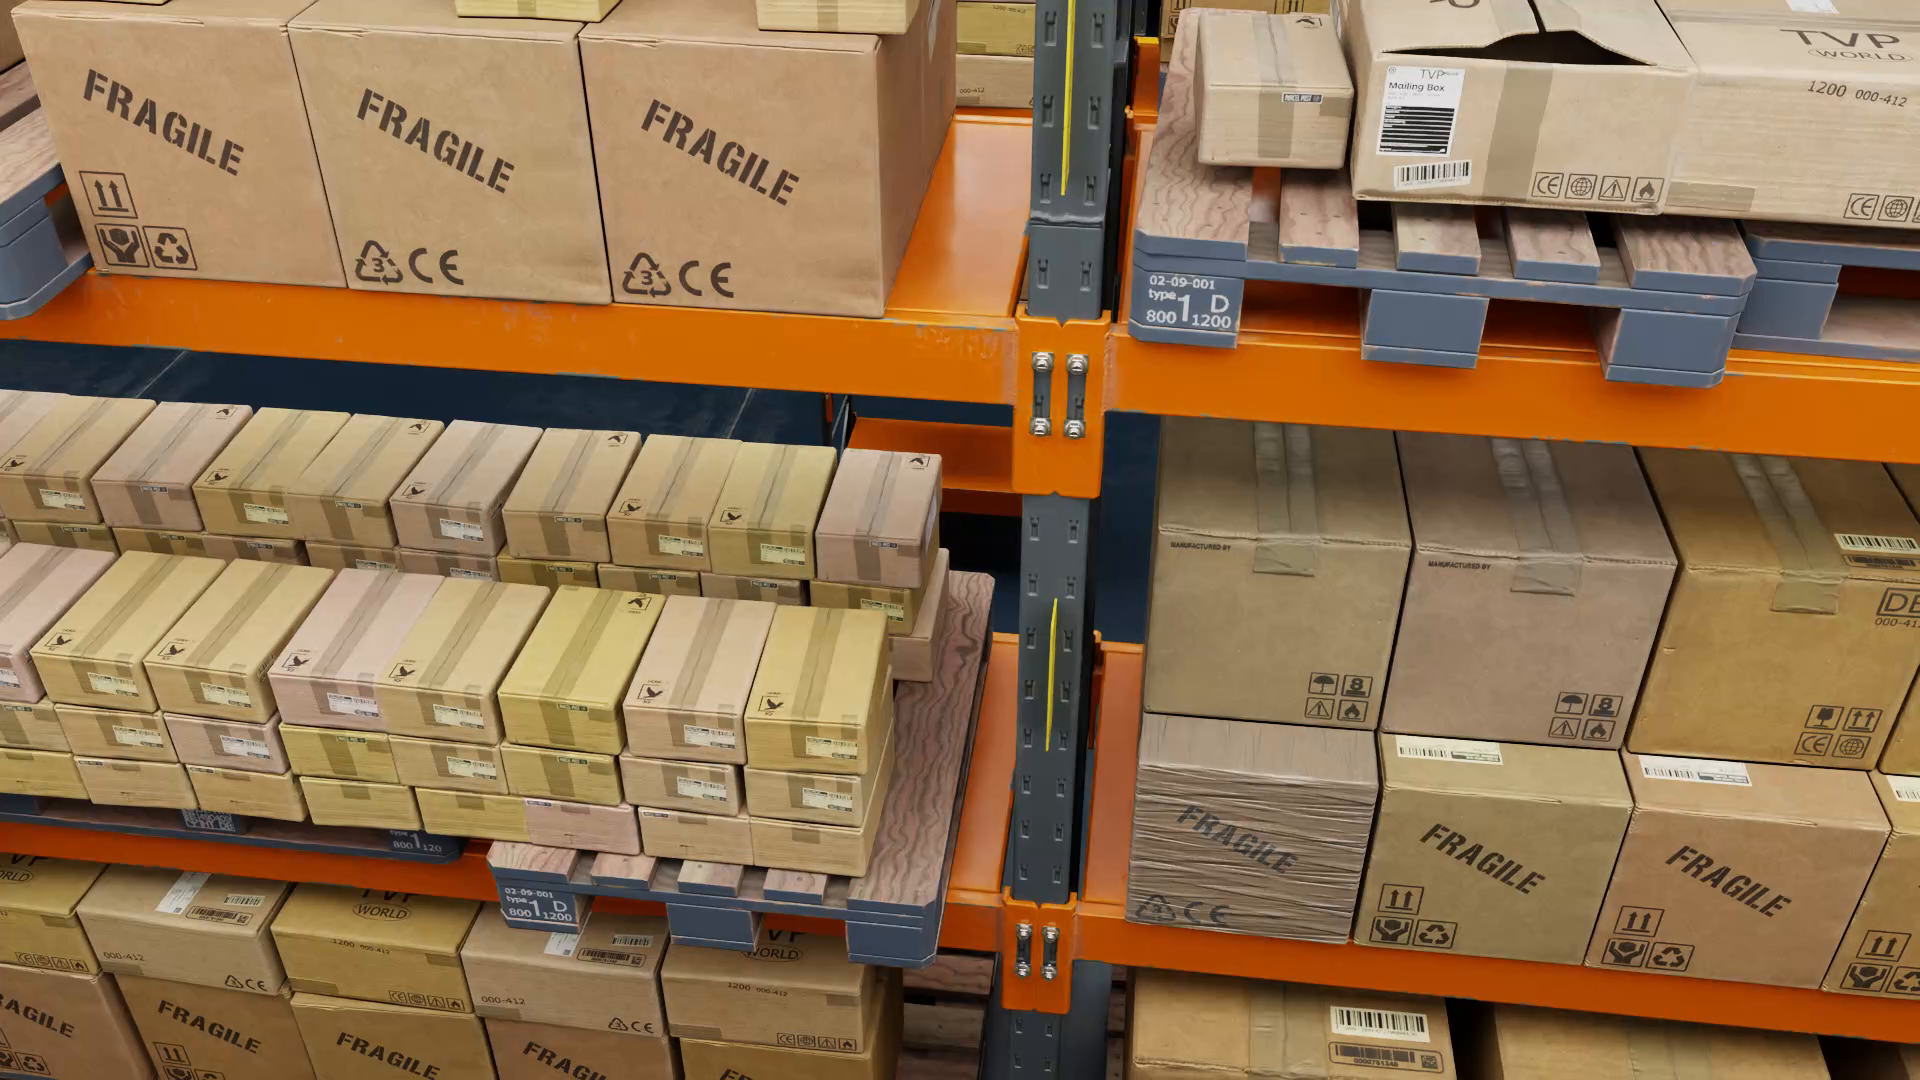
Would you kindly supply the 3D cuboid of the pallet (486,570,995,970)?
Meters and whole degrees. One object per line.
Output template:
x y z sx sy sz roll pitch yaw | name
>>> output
-0.476 0.486 4.152 1.003 0.211 1.213 4 36 6 | pallet

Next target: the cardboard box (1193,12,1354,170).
0.555 -0.814 2.995 0.250 0.149 0.380 3 36 4 | cardboard box

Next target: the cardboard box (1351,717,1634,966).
1.160 0.583 3.765 0.500 0.500 0.500 4 36 6 | cardboard box

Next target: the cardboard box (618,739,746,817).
-0.568 0.416 3.683 0.250 0.149 0.380 6 36 8 | cardboard box

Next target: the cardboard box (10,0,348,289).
-1.347 -0.827 3.159 0.500 0.500 0.500 4 36 6 | cardboard box

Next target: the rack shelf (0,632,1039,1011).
-1.739 0.544 4.525 4.000 0.370 1.077 4 36 6 | rack shelf

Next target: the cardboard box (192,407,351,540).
-1.740 -0.174 4.255 0.250 0.149 0.380 4 36 5 | cardboard box

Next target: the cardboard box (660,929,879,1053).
-0.467 1.041 4.354 0.500 0.250 0.500 3 36 5 | cardboard box

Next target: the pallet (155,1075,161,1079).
-1.737 1.384 5.129 1.213 0.211 1.003 4 36 6 | pallet

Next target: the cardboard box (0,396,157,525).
-2.273 -0.211 4.307 0.250 0.149 0.380 3 36 4 | cardboard box

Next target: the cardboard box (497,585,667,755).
-0.809 0.277 3.622 0.250 0.149 0.380 5 36 7 | cardboard box

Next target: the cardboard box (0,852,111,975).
-2.495 0.889 4.566 0.500 0.250 0.500 5 36 7 | cardboard box

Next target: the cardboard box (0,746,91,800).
-2.095 0.422 3.931 0.250 0.149 0.380 4 36 5 | cardboard box

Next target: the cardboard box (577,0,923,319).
-0.354 -0.758 3.062 0.500 0.500 0.500 4 36 6 | cardboard box

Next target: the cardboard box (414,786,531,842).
-1.051 0.500 3.822 0.250 0.149 0.380 4 36 5 | cardboard box

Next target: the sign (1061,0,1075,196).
0.173 -0.720 2.649 0.005 0.325 0.100 4 36 6 | sign

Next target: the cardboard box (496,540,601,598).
-0.994 0.003 4.263 0.250 0.149 0.380 4 36 6 | cardboard box

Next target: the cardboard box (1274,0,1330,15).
1.709 -2.592 7.596 0.500 0.500 0.500 6 36 8 | cardboard box

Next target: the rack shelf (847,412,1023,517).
-0.007 -0.259 7.066 1.000 0.278 0.538 4 36 6 | rack shelf

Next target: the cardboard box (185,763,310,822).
-1.575 0.461 3.877 0.250 0.149 0.380 5 36 7 | cardboard box

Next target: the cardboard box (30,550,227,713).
-1.840 0.200 3.731 0.250 0.149 0.380 5 36 7 | cardboard box

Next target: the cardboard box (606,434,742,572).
-0.699 -0.097 4.146 0.250 0.149 0.380 4 36 6 | cardboard box

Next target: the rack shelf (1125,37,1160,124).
2.758 -2.020 8.117 4.000 0.370 1.077 4 36 6 | rack shelf

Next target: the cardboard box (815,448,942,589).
-0.194 -0.058 4.092 0.250 0.149 0.380 4 36 6 | cardboard box

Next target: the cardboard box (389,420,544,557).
-1.230 -0.135 4.200 0.250 0.149 0.380 6 36 8 | cardboard box

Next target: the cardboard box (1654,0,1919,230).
1.431 -0.755 2.825 0.500 0.250 0.500 5 36 7 | cardboard box

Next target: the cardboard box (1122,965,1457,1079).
0.837 1.241 4.504 0.750 0.750 1.050 4 36 5 | cardboard box

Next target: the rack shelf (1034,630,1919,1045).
2.228 0.840 4.110 4.000 0.370 1.077 4 36 6 | rack shelf

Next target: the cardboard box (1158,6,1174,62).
1.073 -2.398 7.883 0.250 0.149 0.380 2 36 3 | cardboard box

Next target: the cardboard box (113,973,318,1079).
-1.977 1.226 4.740 0.500 0.500 0.500 5 36 7 | cardboard box

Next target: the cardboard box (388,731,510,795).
-1.078 0.380 3.735 0.250 0.149 0.380 4 36 6 | cardboard box

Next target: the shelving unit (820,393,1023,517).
-0.007 -0.458 6.924 1.048 1.125 0.538 4 36 6 | shelving unit

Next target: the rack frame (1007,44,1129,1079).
0.245 0.399 4.109 0.127 3.000 1.000 4 36 6 | rack frame

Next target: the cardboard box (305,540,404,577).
-1.487 -0.036 4.318 0.250 0.149 0.380 4 36 6 | cardboard box

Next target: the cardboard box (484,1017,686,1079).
-0.956 1.307 4.627 0.500 0.500 0.500 6 36 8 | cardboard box

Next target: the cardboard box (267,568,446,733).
-1.312 0.238 3.677 0.250 0.149 0.380 4 36 6 | cardboard box

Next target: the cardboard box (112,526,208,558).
-1.995 -0.075 4.372 0.250 0.149 0.380 4 36 6 | cardboard box

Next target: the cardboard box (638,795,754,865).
-0.549 0.539 3.767 0.250 0.149 0.380 4 36 6 | cardboard box

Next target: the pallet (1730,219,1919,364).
1.999 -0.647 3.155 1.213 0.211 1.003 6 36 8 | pallet

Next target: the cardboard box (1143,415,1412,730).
0.689 -0.010 3.735 0.500 0.500 0.700 4 36 6 | cardboard box

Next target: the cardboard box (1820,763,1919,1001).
2.154 0.659 3.659 0.500 0.500 0.500 4 36 5 | cardboard box

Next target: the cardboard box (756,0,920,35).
-0.190 -1.054 2.818 0.258 0.266 0.396 4 36 6 | cardboard box

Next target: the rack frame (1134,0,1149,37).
1.403 -5.321 12.123 0.127 3.000 1.000 4 36 6 | rack frame

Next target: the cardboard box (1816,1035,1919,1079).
2.628 1.372 4.320 0.750 0.750 1.050 4 36 6 | cardboard box

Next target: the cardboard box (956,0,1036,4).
0.229 -2.796 7.638 0.500 0.500 0.500 3 36 5 | cardboard box

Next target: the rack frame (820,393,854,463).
-0.511 -0.496 6.977 0.032 1.125 0.500 4 36 6 | rack frame

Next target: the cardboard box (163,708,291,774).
-1.583 0.341 3.789 0.250 0.149 0.380 5 36 7 | cardboard box

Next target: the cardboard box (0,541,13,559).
-2.358 0.163 3.783 0.250 0.149 0.380 4 36 6 | cardboard box

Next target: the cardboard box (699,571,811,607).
-0.479 0.039 4.212 0.250 0.149 0.380 6 36 8 | cardboard box

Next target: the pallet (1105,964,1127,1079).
1.017 1.636 4.776 1.213 0.211 1.003 4 36 6 | pallet

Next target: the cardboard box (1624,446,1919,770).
1.699 0.064 3.632 0.500 0.500 0.700 4 36 5 | cardboard box

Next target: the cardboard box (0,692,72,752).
-2.089 0.302 3.844 0.250 0.149 0.380 4 36 5 | cardboard box

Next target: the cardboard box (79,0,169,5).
-1.468 -1.138 2.935 0.258 0.266 0.396 4 36 6 | cardboard box

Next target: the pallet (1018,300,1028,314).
0.002 -1.427 9.068 1.213 0.211 1.003 4 36 6 | pallet

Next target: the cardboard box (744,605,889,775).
-0.300 0.316 3.567 0.250 0.149 0.380 3 36 4 | cardboard box

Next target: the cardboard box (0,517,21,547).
-2.524 -0.114 4.427 0.250 0.149 0.380 3 36 4 | cardboard box

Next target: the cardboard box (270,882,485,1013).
-1.472 0.963 4.463 0.500 0.250 0.500 5 36 7 | cardboard box
